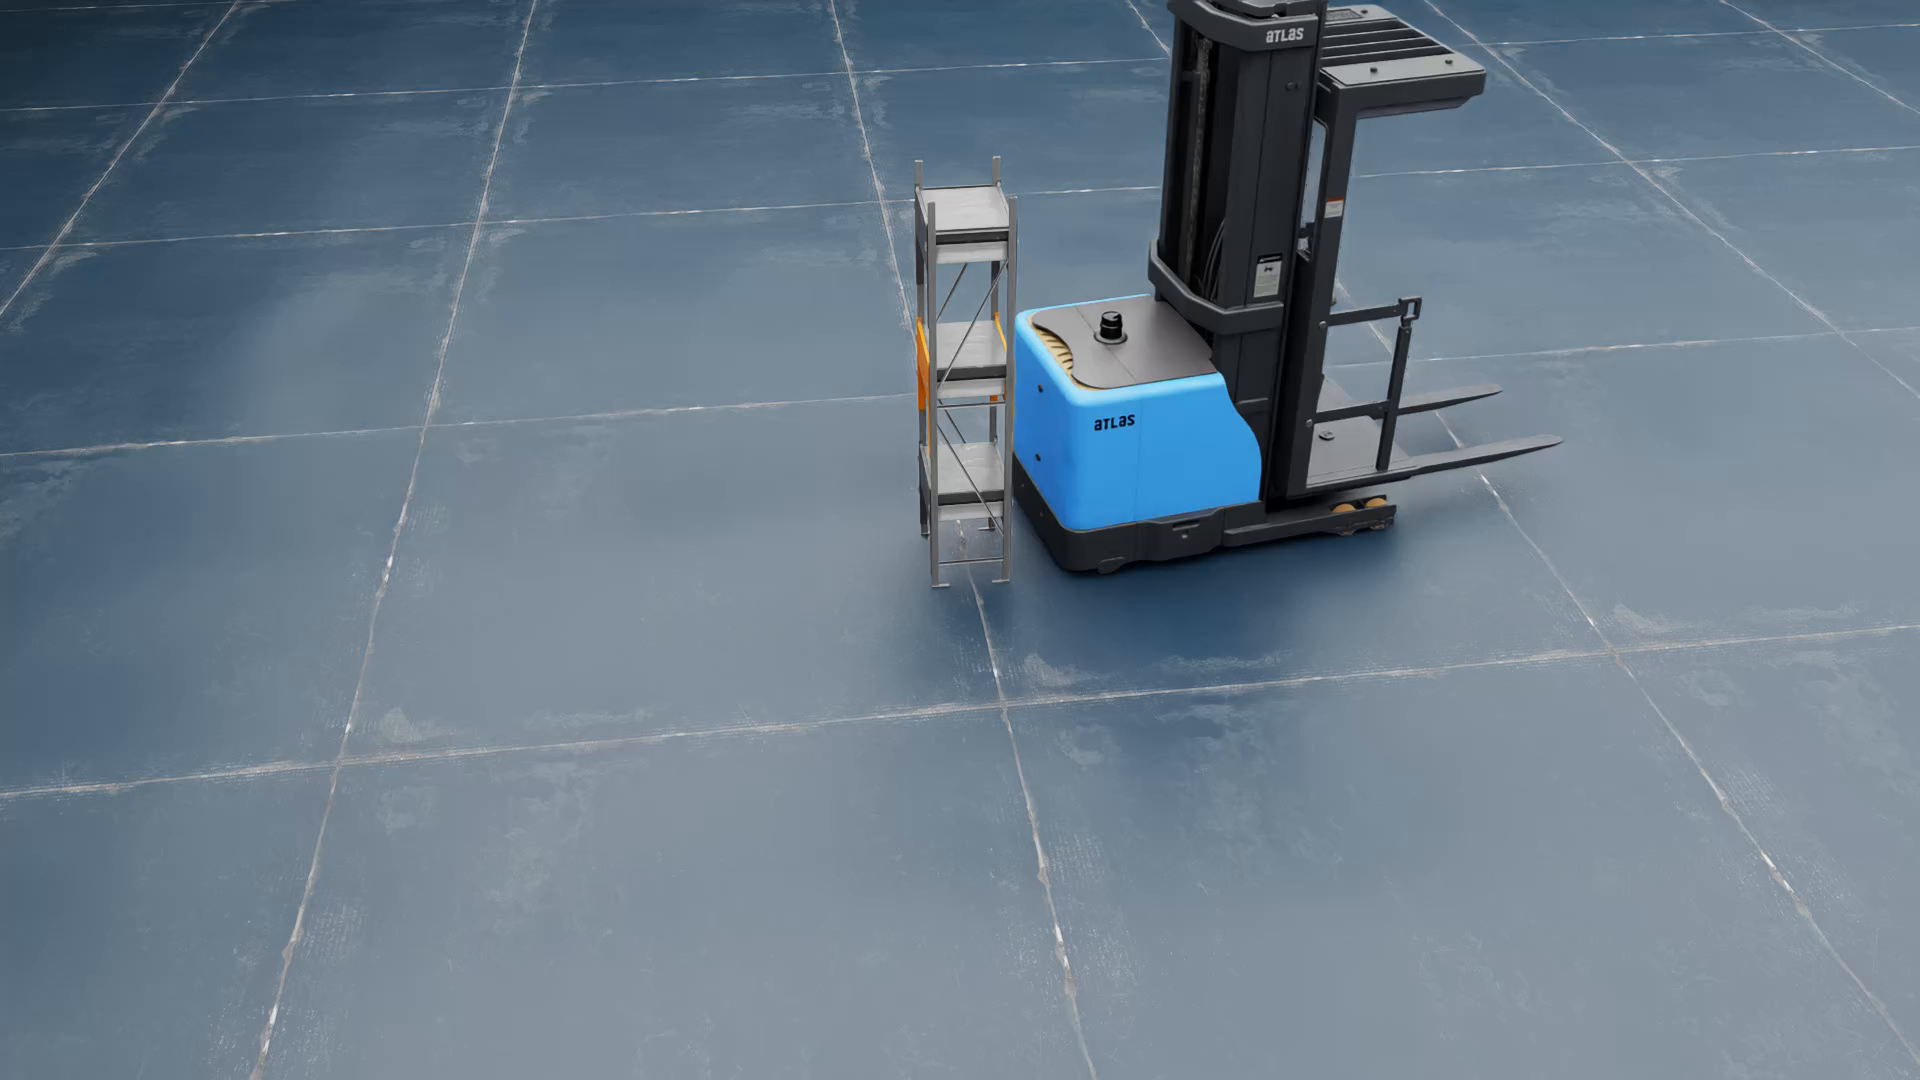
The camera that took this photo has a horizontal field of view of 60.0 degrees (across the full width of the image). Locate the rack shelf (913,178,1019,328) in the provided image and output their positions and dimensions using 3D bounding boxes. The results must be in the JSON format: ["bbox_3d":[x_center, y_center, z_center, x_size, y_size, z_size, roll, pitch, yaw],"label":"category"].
[{"bbox_3d":[0.022,-1.342,7.765,0.431,0.518,0.480,-4,35,-6],"label":"rack shelf"}]

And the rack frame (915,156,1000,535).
[{"bbox_3d":[-0.011,-0.911,8.352,0.400,2.100,0.015,-4,35,-6],"label":"rack frame"}]

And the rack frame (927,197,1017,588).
[{"bbox_3d":[0.055,-0.639,7.952,0.400,2.100,0.015,-4,35,-6],"label":"rack frame"}]

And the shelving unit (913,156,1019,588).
[{"bbox_3d":[0.022,-0.775,8.152,0.431,2.100,0.503,-4,35,-6],"label":"shelving unit"}]

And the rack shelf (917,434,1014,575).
[{"bbox_3d":[0.022,-0.186,8.554,0.431,0.518,0.480,-4,35,-6],"label":"rack shelf"}]

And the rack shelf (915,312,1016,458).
[{"bbox_3d":[0.022,-0.764,8.159,0.431,0.518,0.480,-4,35,-6],"label":"rack shelf"}]

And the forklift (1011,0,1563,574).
[{"bbox_3d":[1.830,-1.510,8.491,3.031,2.935,1.130,-10,35,-14],"label":"forklift"}]
